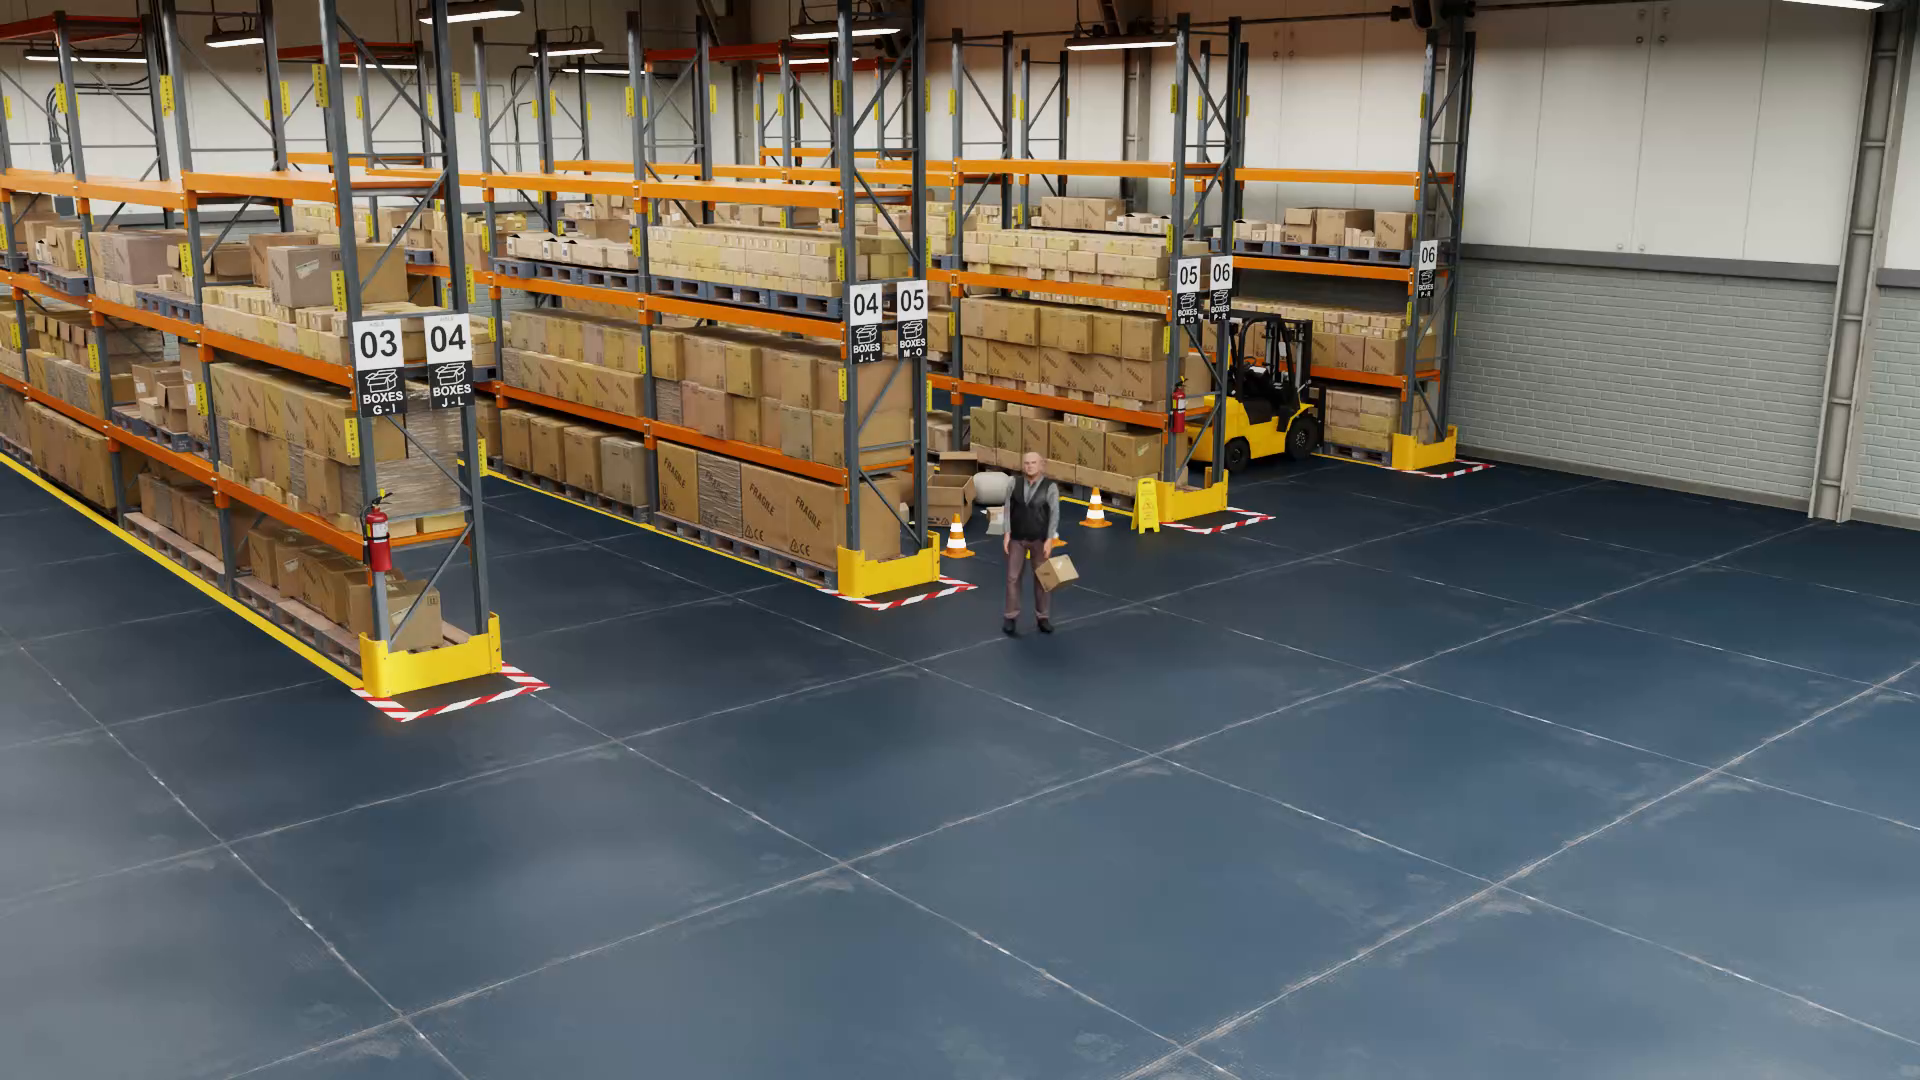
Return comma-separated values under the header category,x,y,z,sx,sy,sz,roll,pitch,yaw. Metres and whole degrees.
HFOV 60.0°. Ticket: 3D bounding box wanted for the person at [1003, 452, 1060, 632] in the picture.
category,x,y,z,sx,sy,sz,roll,pitch,yaw
person,0.669,0.029,15.850,0.543,1.728,0.512,4,15,16
